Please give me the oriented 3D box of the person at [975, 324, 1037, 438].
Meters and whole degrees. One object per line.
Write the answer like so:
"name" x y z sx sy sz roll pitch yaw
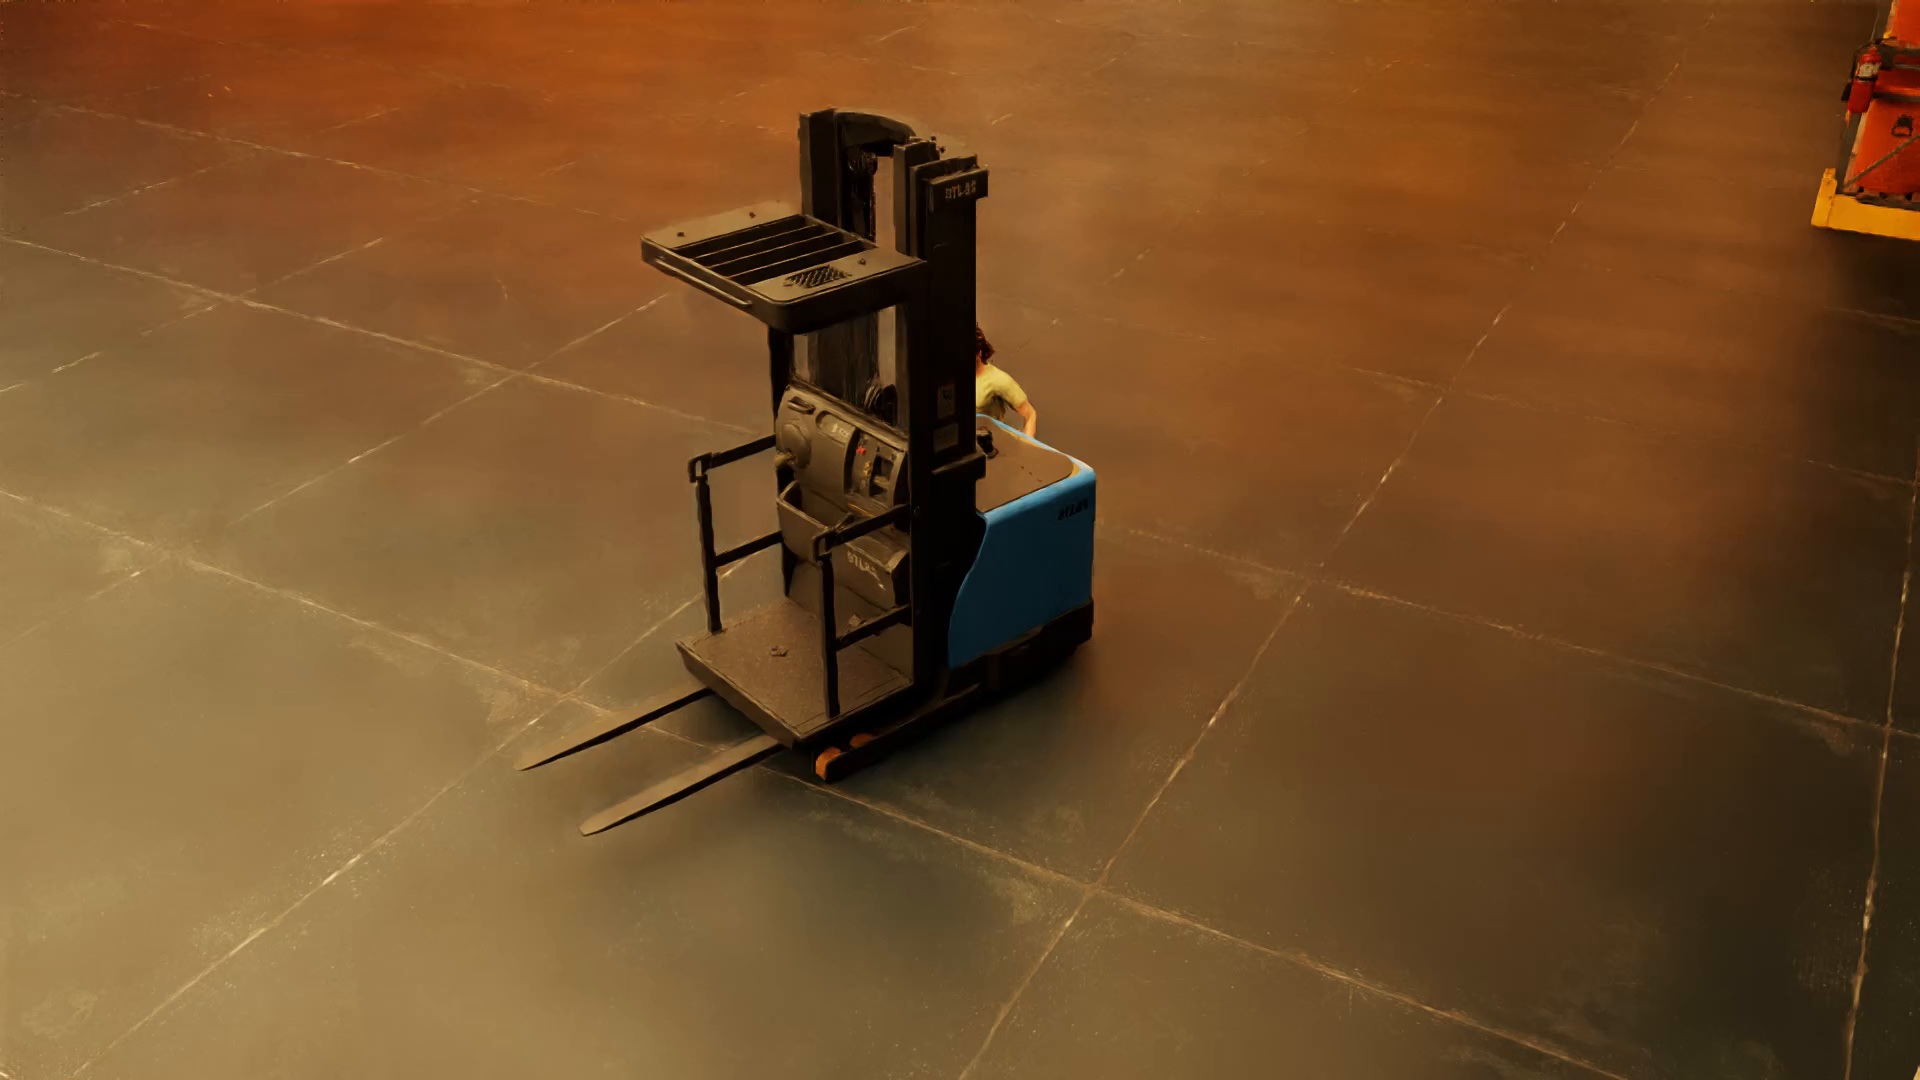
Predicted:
"person" 0.042 -0.429 9.198 0.761 1.548 0.593 18 35 29

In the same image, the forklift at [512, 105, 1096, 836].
"forklift" -0.728 -0.401 7.766 3.031 2.935 1.130 -24 37 -35
